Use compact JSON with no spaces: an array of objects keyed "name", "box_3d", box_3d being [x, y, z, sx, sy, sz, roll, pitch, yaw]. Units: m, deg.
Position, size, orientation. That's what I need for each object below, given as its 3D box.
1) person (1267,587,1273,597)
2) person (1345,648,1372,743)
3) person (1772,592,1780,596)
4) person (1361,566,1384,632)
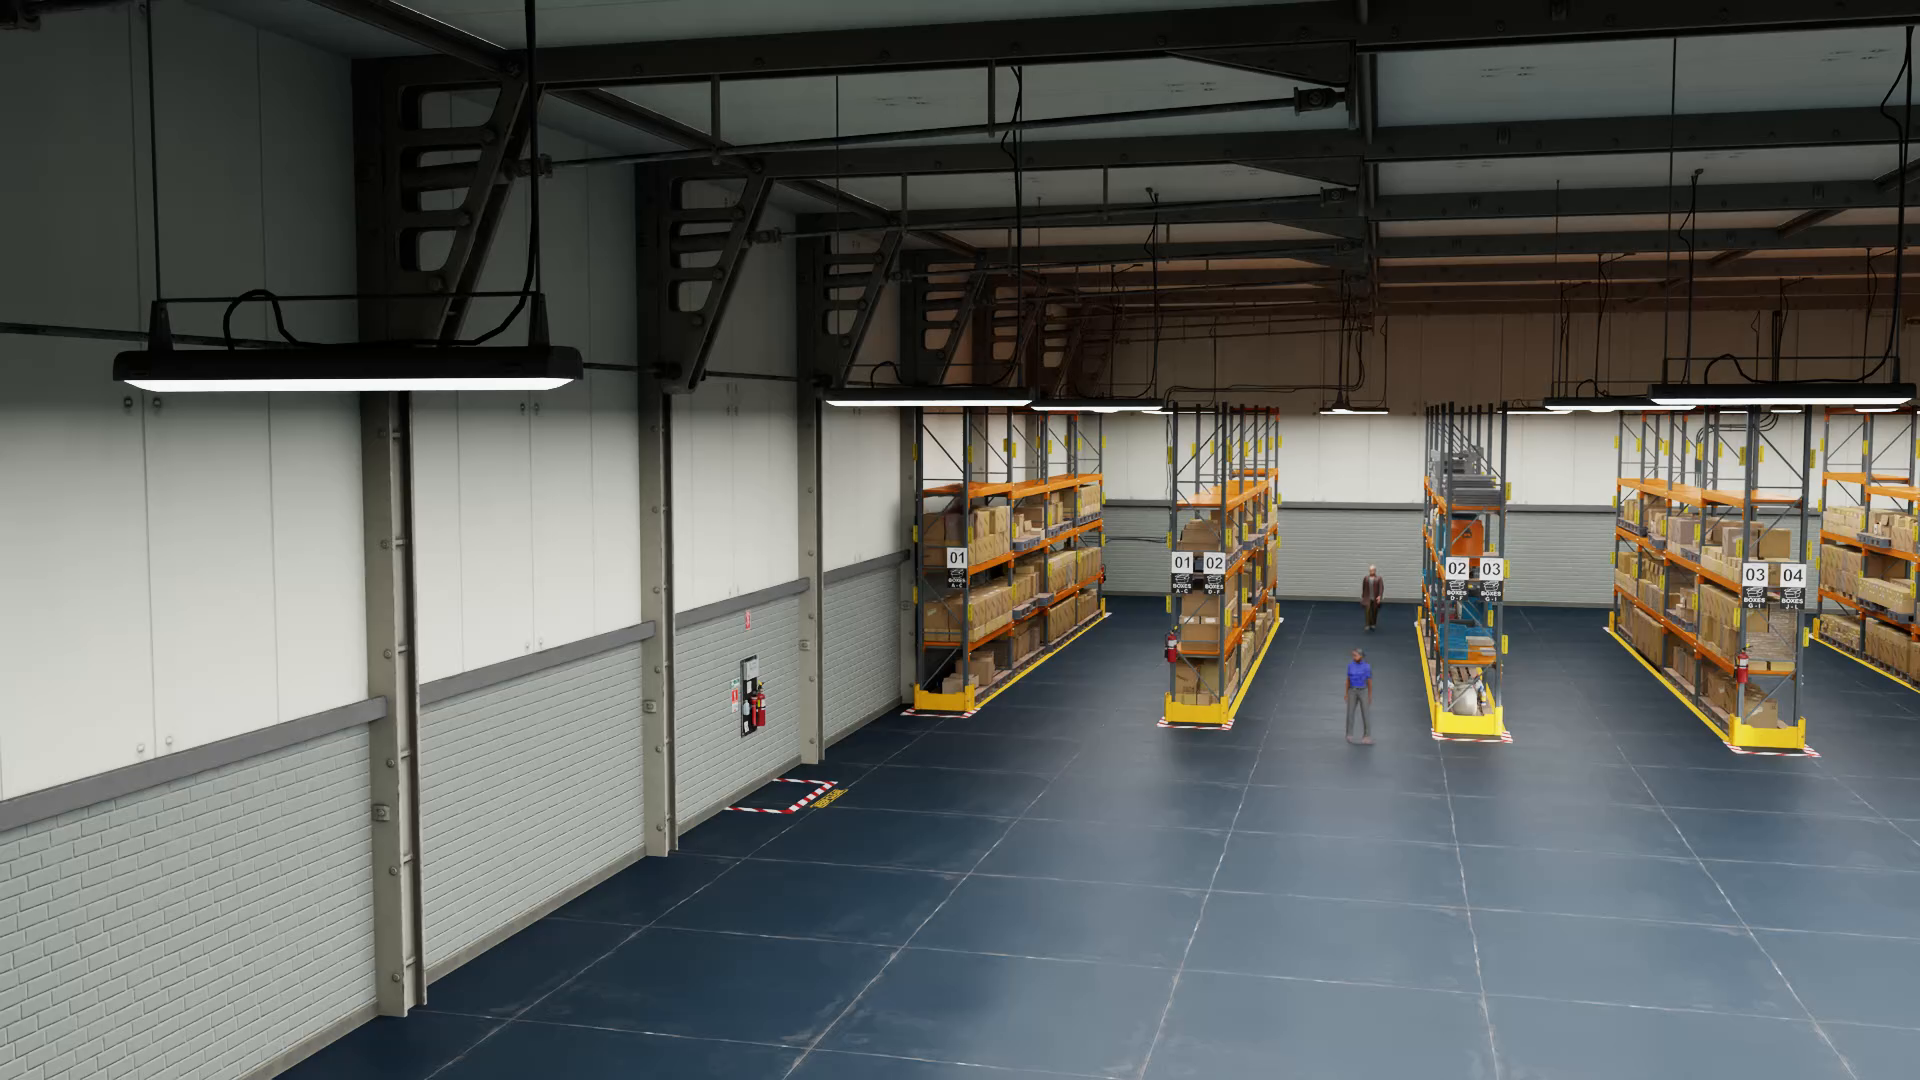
[{"name":"person","box_3d":[8.804,1.274,48.297,0.592,1.752,0.789,-3,5,-36]},{"name":"person","box_3d":[7.007,2.726,29.294,0.486,1.667,0.374,3,5,37]},{"name":"person","box_3d":[21.094,1.679,43.284,0.531,1.747,0.569,3,5,32]},{"name":"person","box_3d":[10.997,1.559,44.302,0.575,1.717,1.126,1,4,12]}]
